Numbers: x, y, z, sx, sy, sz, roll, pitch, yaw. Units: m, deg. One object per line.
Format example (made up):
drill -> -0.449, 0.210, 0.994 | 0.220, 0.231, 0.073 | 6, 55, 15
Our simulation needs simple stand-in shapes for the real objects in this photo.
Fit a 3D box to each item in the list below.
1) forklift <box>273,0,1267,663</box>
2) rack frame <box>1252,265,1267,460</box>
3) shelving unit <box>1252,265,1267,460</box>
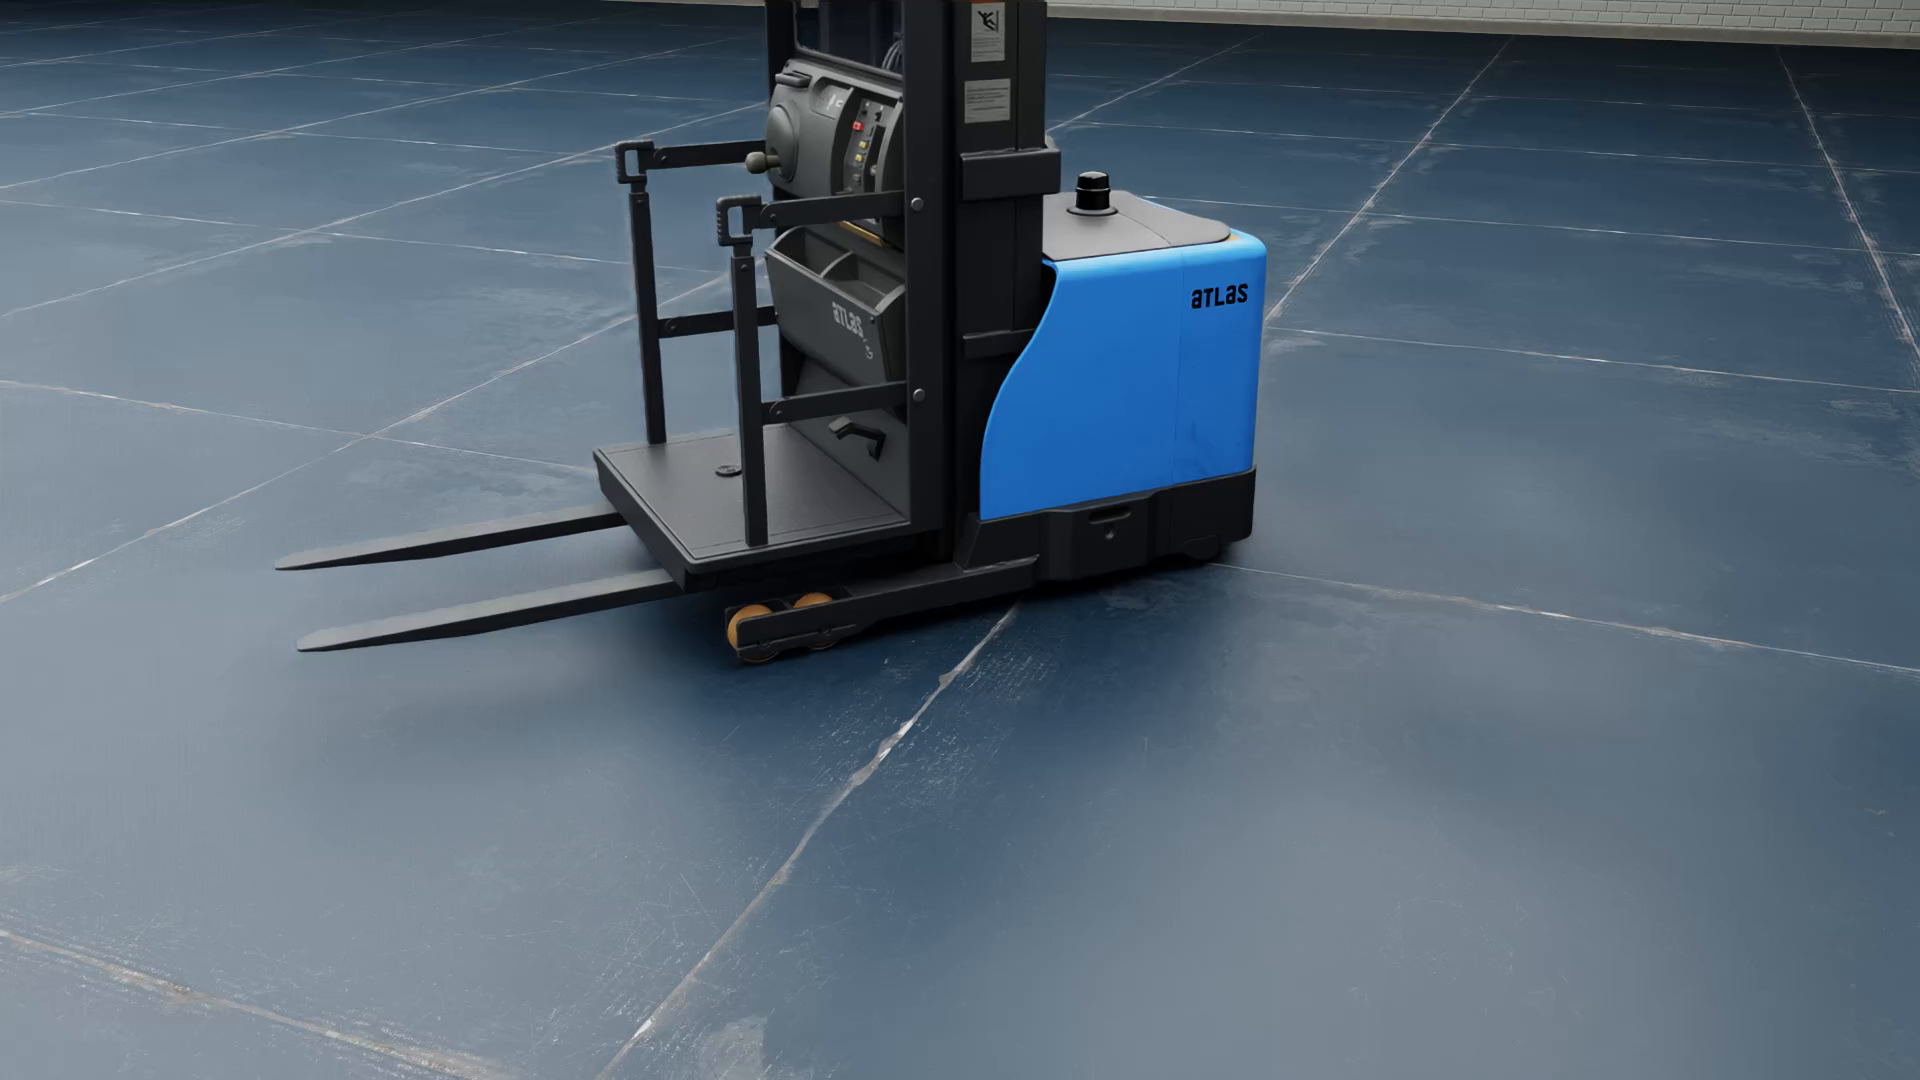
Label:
forklift -> -0.566, -1.224, 4.877 | 3.031, 2.935, 1.130 | -11, 25, -24
rack frame -> 0.993, -0.574, 5.956 | 0.006, 0.900, 0.240 | -11, 25, -24
shelving unit -> 0.902, -0.556, 5.914 | 0.210, 0.900, 0.258 | -11, 25, -24
